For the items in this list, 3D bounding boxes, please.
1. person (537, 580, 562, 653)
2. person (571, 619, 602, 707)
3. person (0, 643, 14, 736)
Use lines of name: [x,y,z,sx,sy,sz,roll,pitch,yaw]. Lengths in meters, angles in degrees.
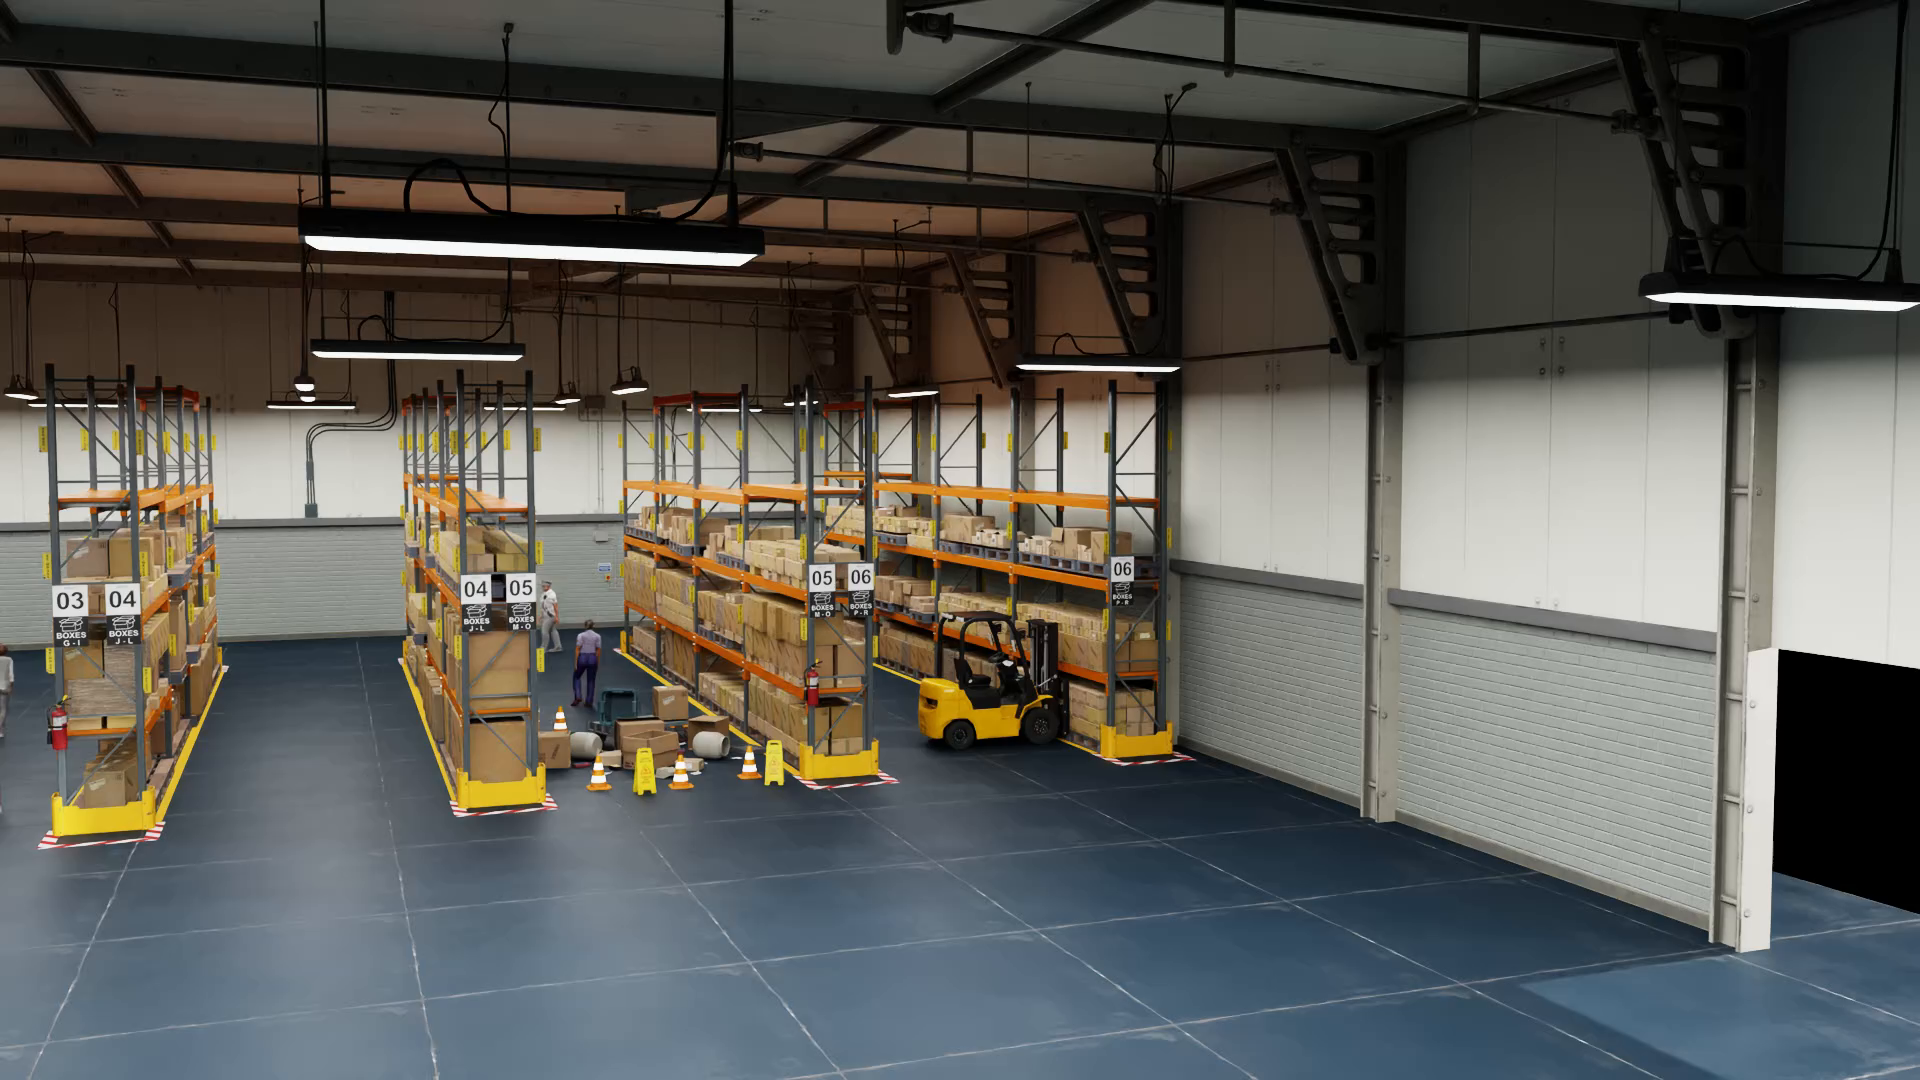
person: [-9.809,1.825,39.503,0.702,1.755,0.560,-2,4,-24]
person: [-7.093,2.334,31.525,0.585,1.657,0.398,-1,4,-21]
person: [-16.314,2.548,28.206,0.474,1.593,0.422,-1,4,-24]
